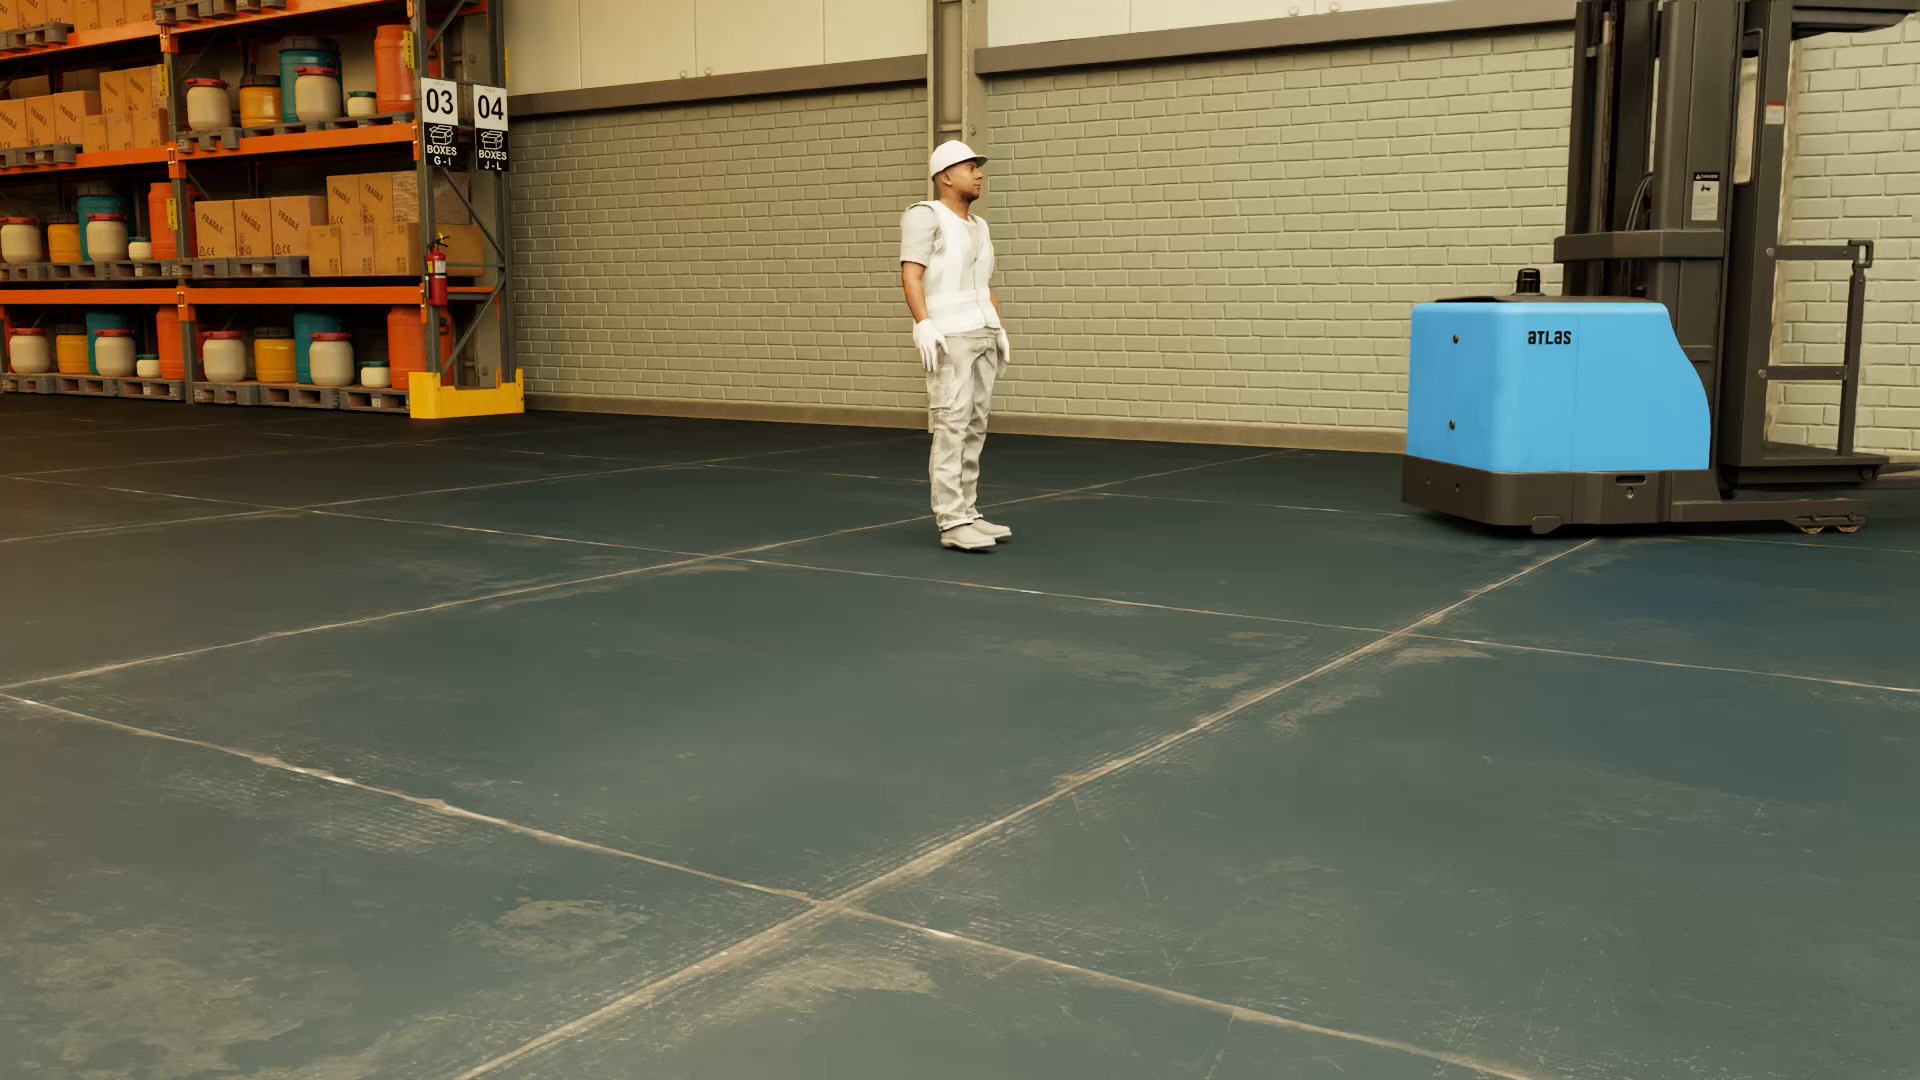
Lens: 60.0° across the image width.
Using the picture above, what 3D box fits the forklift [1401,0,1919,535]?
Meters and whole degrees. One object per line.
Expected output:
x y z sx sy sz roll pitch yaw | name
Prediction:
3.817 -1.552 8.108 3.031 2.935 1.130 -1 8 -10 | forklift

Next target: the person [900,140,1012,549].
0.056 -0.880 7.431 0.575 1.779 0.656 5 10 34 | person
